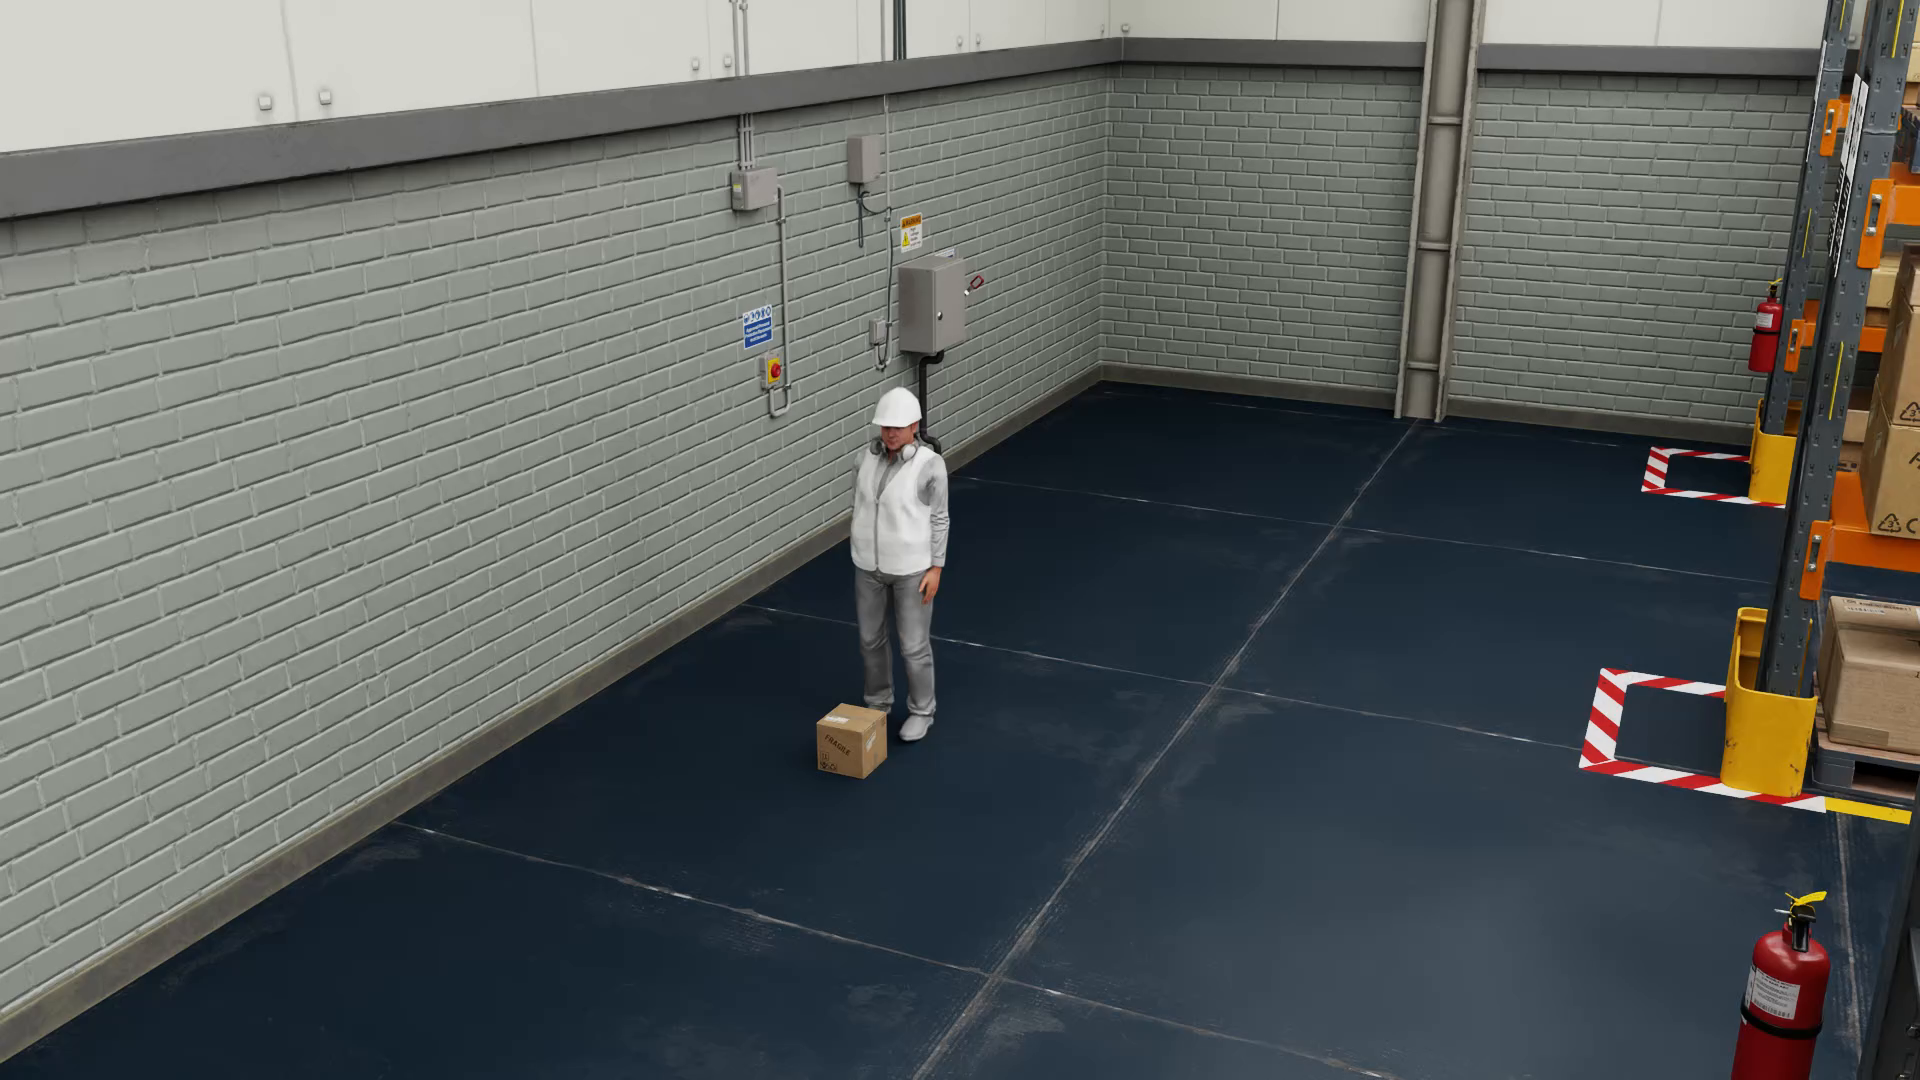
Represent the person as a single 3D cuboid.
[{"bbox_3d":[-0.307,0.124,8.193,0.533,1.779,0.360,9,21,24],"label":"person"}]
